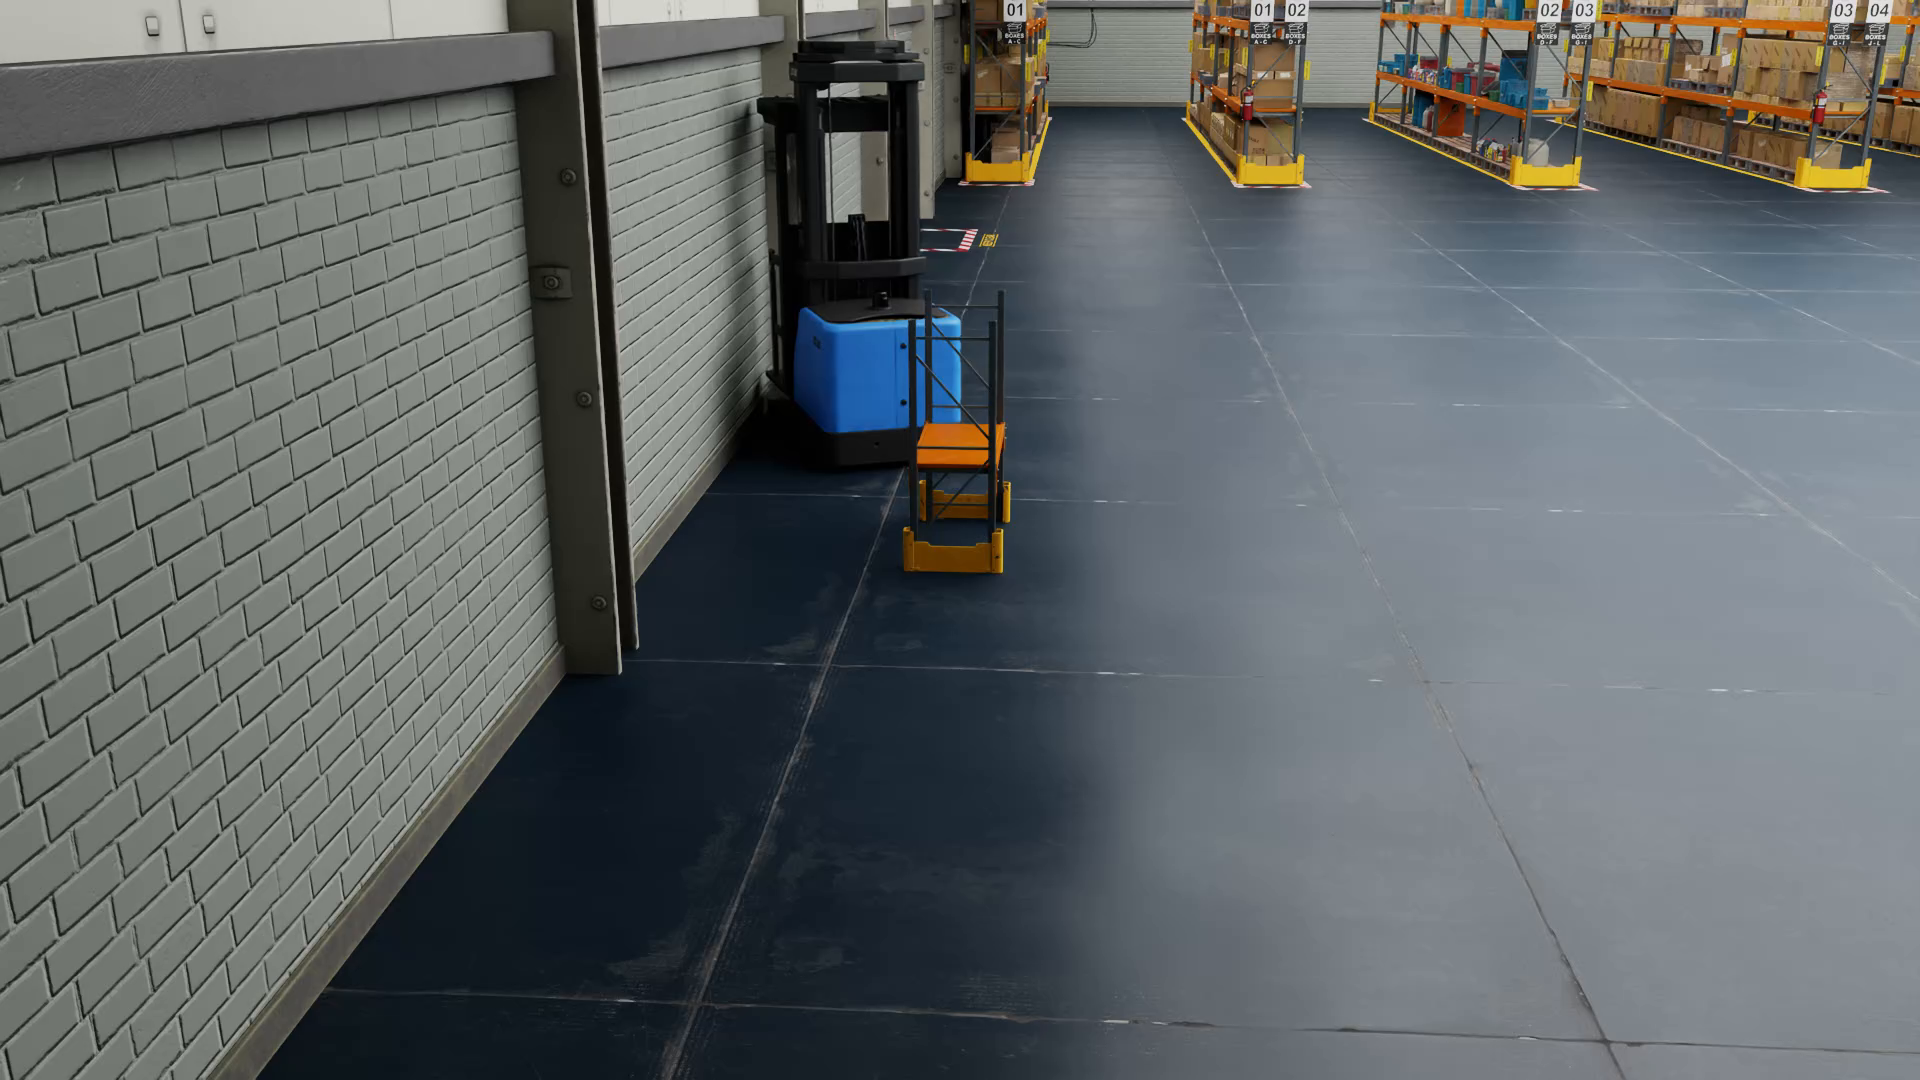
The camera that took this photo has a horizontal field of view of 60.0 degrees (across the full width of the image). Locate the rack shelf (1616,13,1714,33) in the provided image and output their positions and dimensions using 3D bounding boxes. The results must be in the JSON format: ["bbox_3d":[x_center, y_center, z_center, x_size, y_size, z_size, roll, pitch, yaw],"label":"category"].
[{"bbox_3d":[16.220,-11.888,38.225,1.077,0.370,4.000,1,18,4],"label":"rack shelf"}]

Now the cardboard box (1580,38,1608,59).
[{"bbox_3d":[16.279,-12.635,42.726,0.500,0.500,0.500,1,18,2],"label":"cardboard box"}]

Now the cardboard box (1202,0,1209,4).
[{"bbox_3d":[6.246,-13.397,41.112,0.500,0.250,0.500,1,18,4],"label":"cardboard box"}]

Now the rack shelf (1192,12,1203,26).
[{"bbox_3d":[6.626,-13.353,42.695,1.077,0.370,4.000,1,18,4],"label":"rack shelf"}]

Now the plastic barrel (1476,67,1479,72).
[{"bbox_3d":[11.245,-9.892,35.616,0.421,0.512,0.421,0,18,0],"label":"plastic barrel"}]

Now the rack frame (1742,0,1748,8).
[{"bbox_3d":[15.790,-11.792,31.959,1.000,3.000,0.127,1,18,4],"label":"rack frame"}]

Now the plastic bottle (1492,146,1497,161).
[{"bbox_3d":[10.312,-7.425,31.934,0.152,0.276,0.135,1,18,2],"label":"plastic bottle"}]

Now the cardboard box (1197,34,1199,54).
[{"bbox_3d":[6.331,-12.649,42.444,0.500,0.500,0.500,1,18,4],"label":"cardboard box"}]

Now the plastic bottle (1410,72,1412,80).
[{"bbox_3d":[10.971,-11.260,40.289,0.097,0.201,0.097,0,18,0],"label":"plastic bottle"}]

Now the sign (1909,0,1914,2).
[{"bbox_3d":[20.475,-11.725,35.742,0.100,0.325,0.005,1,18,4],"label":"sign"}]

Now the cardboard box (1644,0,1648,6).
[{"bbox_3d":[16.107,-12.472,38.582,0.380,0.149,0.250,1,18,2],"label":"cardboard box"}]

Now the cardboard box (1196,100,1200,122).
[{"bbox_3d":[6.240,-10.853,42.035,0.500,0.500,0.500,1,18,4],"label":"cardboard box"}]

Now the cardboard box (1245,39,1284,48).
[{"bbox_3d":[5.776,-9.222,31.506,0.700,0.500,0.500,1,18,4],"label":"cardboard box"}]

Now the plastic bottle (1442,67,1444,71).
[{"bbox_3d":[11.526,-11.166,39.762,0.144,0.351,0.185,1,18,4],"label":"plastic bottle"}]

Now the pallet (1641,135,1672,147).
[{"bbox_3d":[16.208,-9.102,37.861,1.003,0.211,1.213,1,18,4],"label":"pallet"}]

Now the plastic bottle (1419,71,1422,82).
[{"bbox_3d":[10.891,-10.945,39.215,0.097,0.271,0.097,0,18,0],"label":"plastic bottle"}]

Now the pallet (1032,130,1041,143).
[{"bbox_3d":[1.386,-9.433,38.873,1.003,0.211,1.213,1,18,4],"label":"pallet"}]

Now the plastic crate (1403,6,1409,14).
[{"bbox_3d":[11.152,-13.000,40.802,0.450,0.188,0.662,1,18,4],"label":"plastic crate"}]

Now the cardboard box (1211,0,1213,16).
[{"bbox_3d":[6.267,-12.335,38.273,0.910,0.500,0.500,1,18,4],"label":"cardboard box"}]

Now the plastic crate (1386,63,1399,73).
[{"bbox_3d":[11.269,-12.250,43.162,0.416,0.233,0.300,1,18,4],"label":"plastic crate"}]

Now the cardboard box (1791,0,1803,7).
[{"bbox_3d":[15.312,-9.740,30.113,0.380,0.149,0.250,0,18,1],"label":"cardboard box"}]

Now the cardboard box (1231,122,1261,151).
[{"bbox_3d":[5.421,-7.655,31.504,0.500,0.500,0.500,1,18,4],"label":"cardboard box"}]

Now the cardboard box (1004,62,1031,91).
[{"bbox_3d":[1.060,-8.620,30.918,0.500,0.500,0.500,1,18,4],"label":"cardboard box"}]

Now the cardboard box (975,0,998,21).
[{"bbox_3d":[0.458,-9.648,30.041,0.500,0.500,0.500,3,18,8],"label":"cardboard box"}]

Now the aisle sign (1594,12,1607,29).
[{"bbox_3d":[16.954,-13.919,43.910,0.394,0.787,0.004,1,18,4],"label":"aisle sign"}]

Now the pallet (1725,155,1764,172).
[{"bbox_3d":[15.777,-7.407,32.689,1.003,0.211,1.213,1,18,4],"label":"pallet"}]

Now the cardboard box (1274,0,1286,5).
[{"bbox_3d":[5.668,-9.840,29.754,0.797,0.503,0.637,3,18,8],"label":"cardboard box"}]

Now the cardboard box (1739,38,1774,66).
[{"bbox_3d":[15.504,-9.471,32.267,0.500,0.500,0.500,1,18,4],"label":"cardboard box"}]

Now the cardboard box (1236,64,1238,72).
[{"bbox_3d":[5.679,-9.362,32.976,0.380,0.149,0.250,2,18,5],"label":"cardboard box"}]

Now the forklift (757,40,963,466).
[{"bbox_3d":[-0.914,-2.336,12.845,1.130,2.935,3.031,-6,19,-17],"label":"forklift"}]

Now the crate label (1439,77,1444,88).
[{"bbox_3d":[10.732,-10.092,36.674,0.303,0.233,0.416,1,18,4],"label":"crate label"}]

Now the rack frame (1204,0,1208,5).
[{"bbox_3d":[6.482,-14.499,40.220,1.000,3.000,0.127,1,18,4],"label":"rack frame"}]

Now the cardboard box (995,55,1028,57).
[{"bbox_3d":[1.102,-10.066,35.457,0.700,0.500,0.500,4,19,11],"label":"cardboard box"}]

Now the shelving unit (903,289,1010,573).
[{"bbox_3d":[-0.005,-0.689,10.117,0.587,1.500,1.083,1,18,4],"label":"shelving unit"}]

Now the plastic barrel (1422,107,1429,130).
[{"bbox_3d":[11.186,-9.992,39.421,0.421,0.512,0.421,0,18,0],"label":"plastic barrel"}]

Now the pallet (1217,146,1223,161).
[{"bbox_3d":[5.923,-8.068,34.707,1.003,0.211,1.213,1,18,4],"label":"pallet"}]

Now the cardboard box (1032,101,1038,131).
[{"bbox_3d":[1.438,-9.919,38.654,0.750,0.750,0.750,1,18,3],"label":"cardboard box"}]

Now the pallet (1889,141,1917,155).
[{"bbox_3d":[20.885,-8.473,35.943,1.003,0.211,1.213,1,18,4],"label":"pallet"}]

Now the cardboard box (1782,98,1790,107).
[{"bbox_3d":[15.391,-8.061,30.611,0.380,0.149,0.250,1,18,4],"label":"cardboard box"}]

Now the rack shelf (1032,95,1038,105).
[{"bbox_3d":[1.111,-9.552,35.913,1.077,0.370,4.000,1,18,4],"label":"rack shelf"}]

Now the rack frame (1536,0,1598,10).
[{"bbox_3d":[10.563,-10.660,28.505,1.000,3.000,0.127,1,18,4],"label":"rack frame"}]

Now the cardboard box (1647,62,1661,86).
[{"bbox_3d":[15.906,-10.545,37.626,0.500,0.500,0.500,1,18,3],"label":"cardboard box"}]

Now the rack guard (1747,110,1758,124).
[{"bbox_3d":[21.584,-11.315,44.151,1.175,0.500,0.348,1,18,4],"label":"rack guard"}]

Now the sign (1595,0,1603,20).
[{"bbox_3d":[11.111,-9.226,28.929,0.100,0.325,0.005,1,18,4],"label":"sign"}]

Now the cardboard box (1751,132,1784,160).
[{"bbox_3d":[15.687,-7.652,32.297,0.500,0.500,0.500,7,20,21],"label":"cardboard box"}]

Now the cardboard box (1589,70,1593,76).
[{"bbox_3d":[16.150,-11.808,42.045,0.380,0.149,0.250,1,18,3],"label":"cardboard box"}]

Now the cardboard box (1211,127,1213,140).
[{"bbox_3d":[5.830,-8.987,36.773,0.500,0.250,0.500,1,18,2],"label":"cardboard box"}]

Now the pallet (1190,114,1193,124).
[{"bbox_3d":[6.708,-11.294,44.552,1.003,0.211,1.213,1,18,4],"label":"pallet"}]

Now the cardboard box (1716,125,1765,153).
[{"bbox_3d":[15.855,-8.153,33.795,0.700,0.500,0.500,0,18,0],"label":"cardboard box"}]

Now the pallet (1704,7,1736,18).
[{"bbox_3d":[16.011,-10.789,34.017,1.213,0.211,1.003,1,18,4],"label":"pallet"}]

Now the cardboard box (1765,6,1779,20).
[{"bbox_3d":[15.423,-9.843,31.069,0.500,0.250,0.500,1,18,2],"label":"cardboard box"}]
